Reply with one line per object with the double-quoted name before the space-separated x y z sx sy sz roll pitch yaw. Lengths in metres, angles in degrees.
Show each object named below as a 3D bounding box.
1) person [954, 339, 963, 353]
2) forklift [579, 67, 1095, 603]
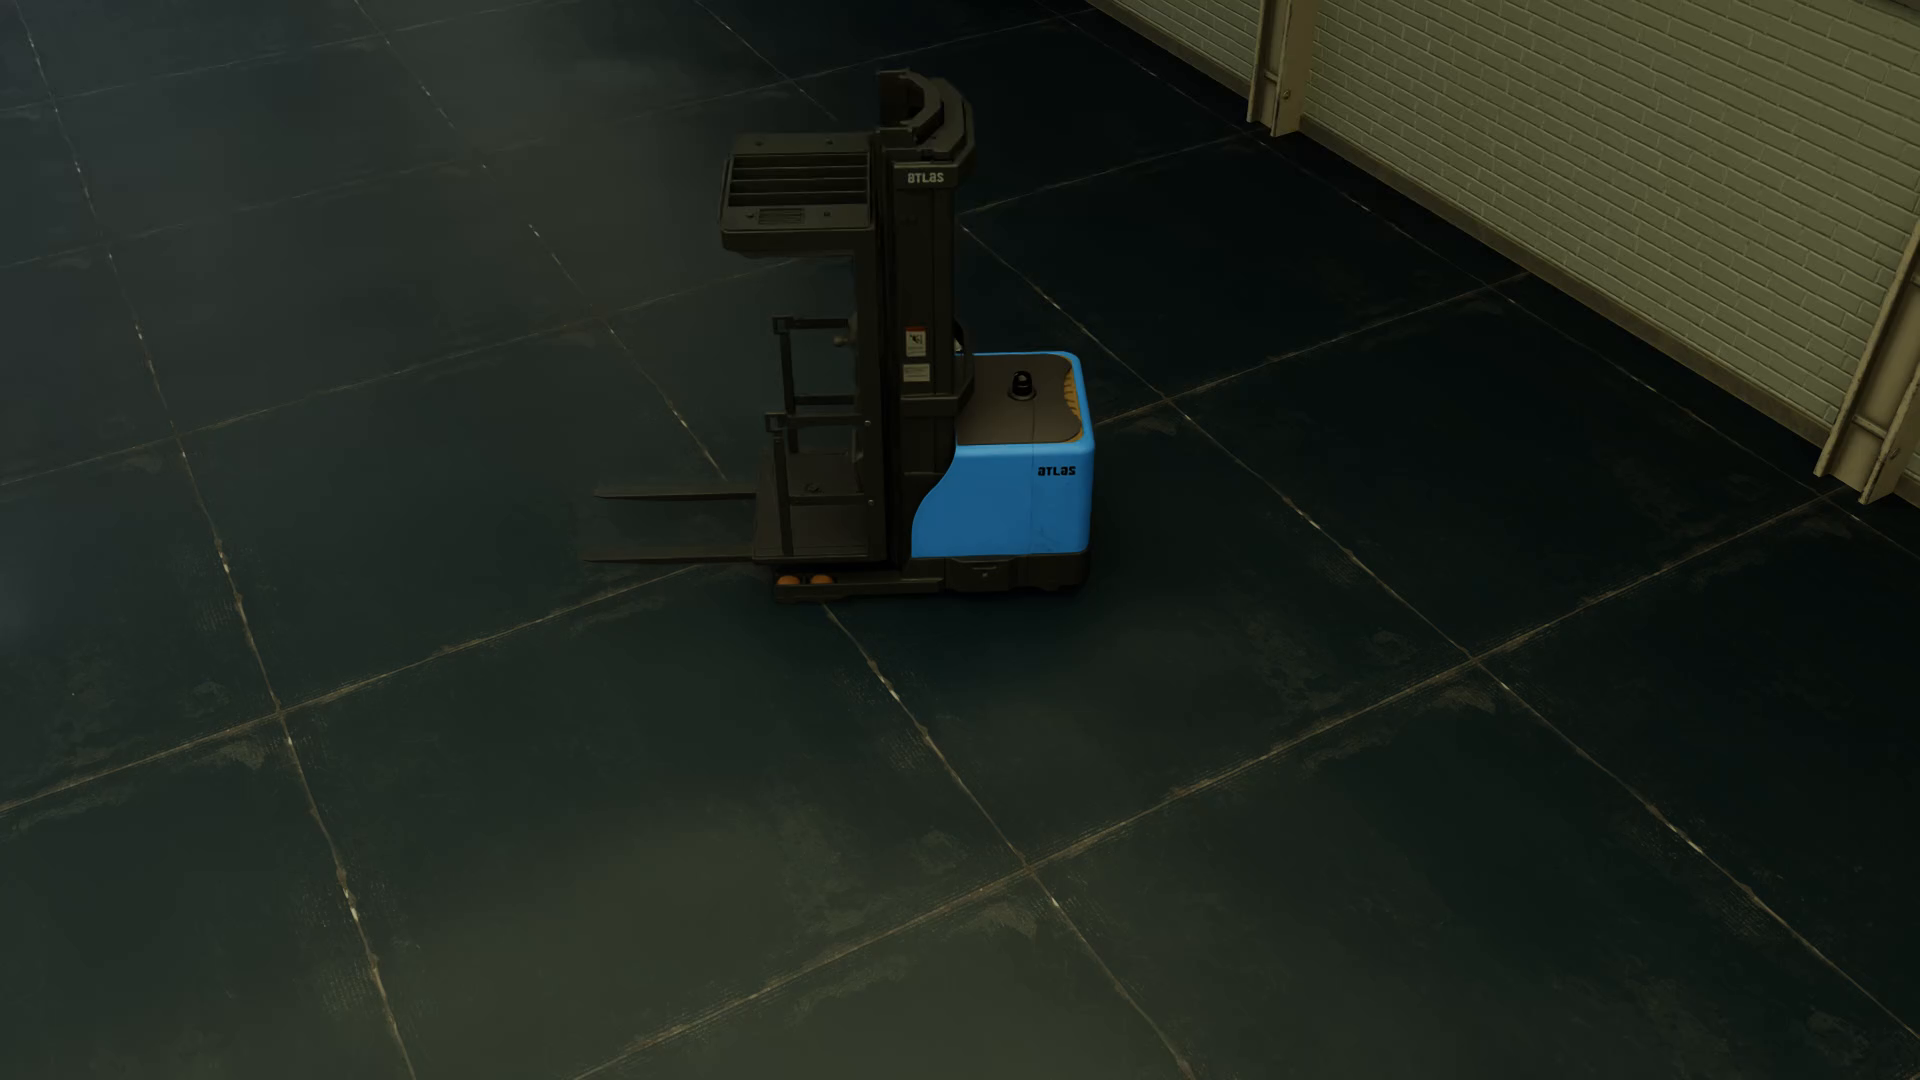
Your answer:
"person" -0.172 -2.107 11.576 0.435 1.658 0.641 -4 40 -5
"forklift" -0.758 -1.099 9.362 3.031 2.935 1.130 -2 40 -2
